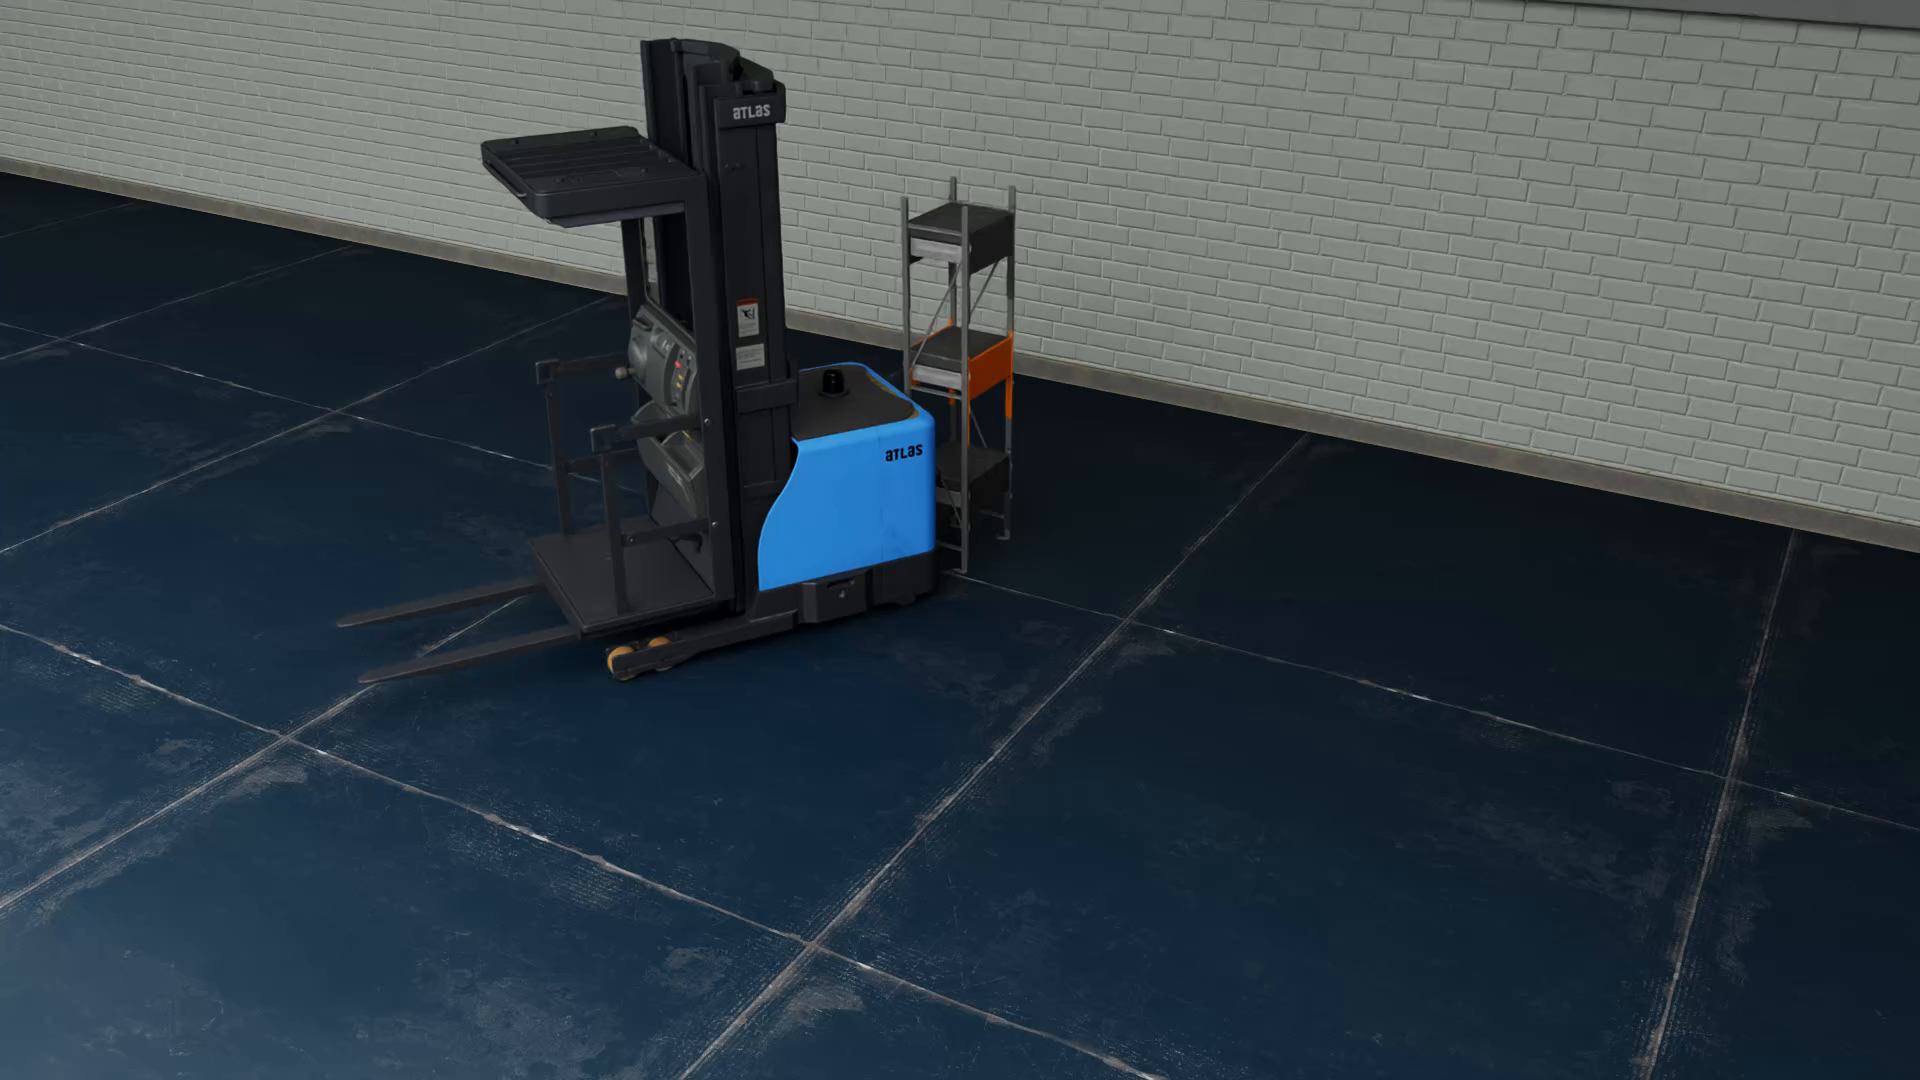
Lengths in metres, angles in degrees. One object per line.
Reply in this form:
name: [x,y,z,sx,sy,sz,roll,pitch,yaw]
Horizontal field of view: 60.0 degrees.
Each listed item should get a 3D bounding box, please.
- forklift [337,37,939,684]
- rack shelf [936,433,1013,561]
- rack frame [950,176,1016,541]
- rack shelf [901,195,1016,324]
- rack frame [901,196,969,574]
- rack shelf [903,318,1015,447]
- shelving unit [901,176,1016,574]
forklift: [-1.663,-0.878,8.230,3.031,2.935,1.130,-13,29,-24]
rack shelf: [-0.005,-0.250,9.498,0.431,0.518,0.480,15,30,27]
rack frame: [0.120,-0.982,9.365,0.400,2.100,0.015,15,30,27]
rack shelf: [-0.005,-1.502,8.871,0.431,0.518,0.480,15,30,27]
rack frame: [-0.130,-0.794,8.991,0.400,2.100,0.015,15,30,27]
rack shelf: [-0.005,-0.876,9.184,0.431,0.518,0.480,15,30,27]
shelving unit: [-0.005,-0.888,9.178,0.431,2.100,0.503,15,30,27]
